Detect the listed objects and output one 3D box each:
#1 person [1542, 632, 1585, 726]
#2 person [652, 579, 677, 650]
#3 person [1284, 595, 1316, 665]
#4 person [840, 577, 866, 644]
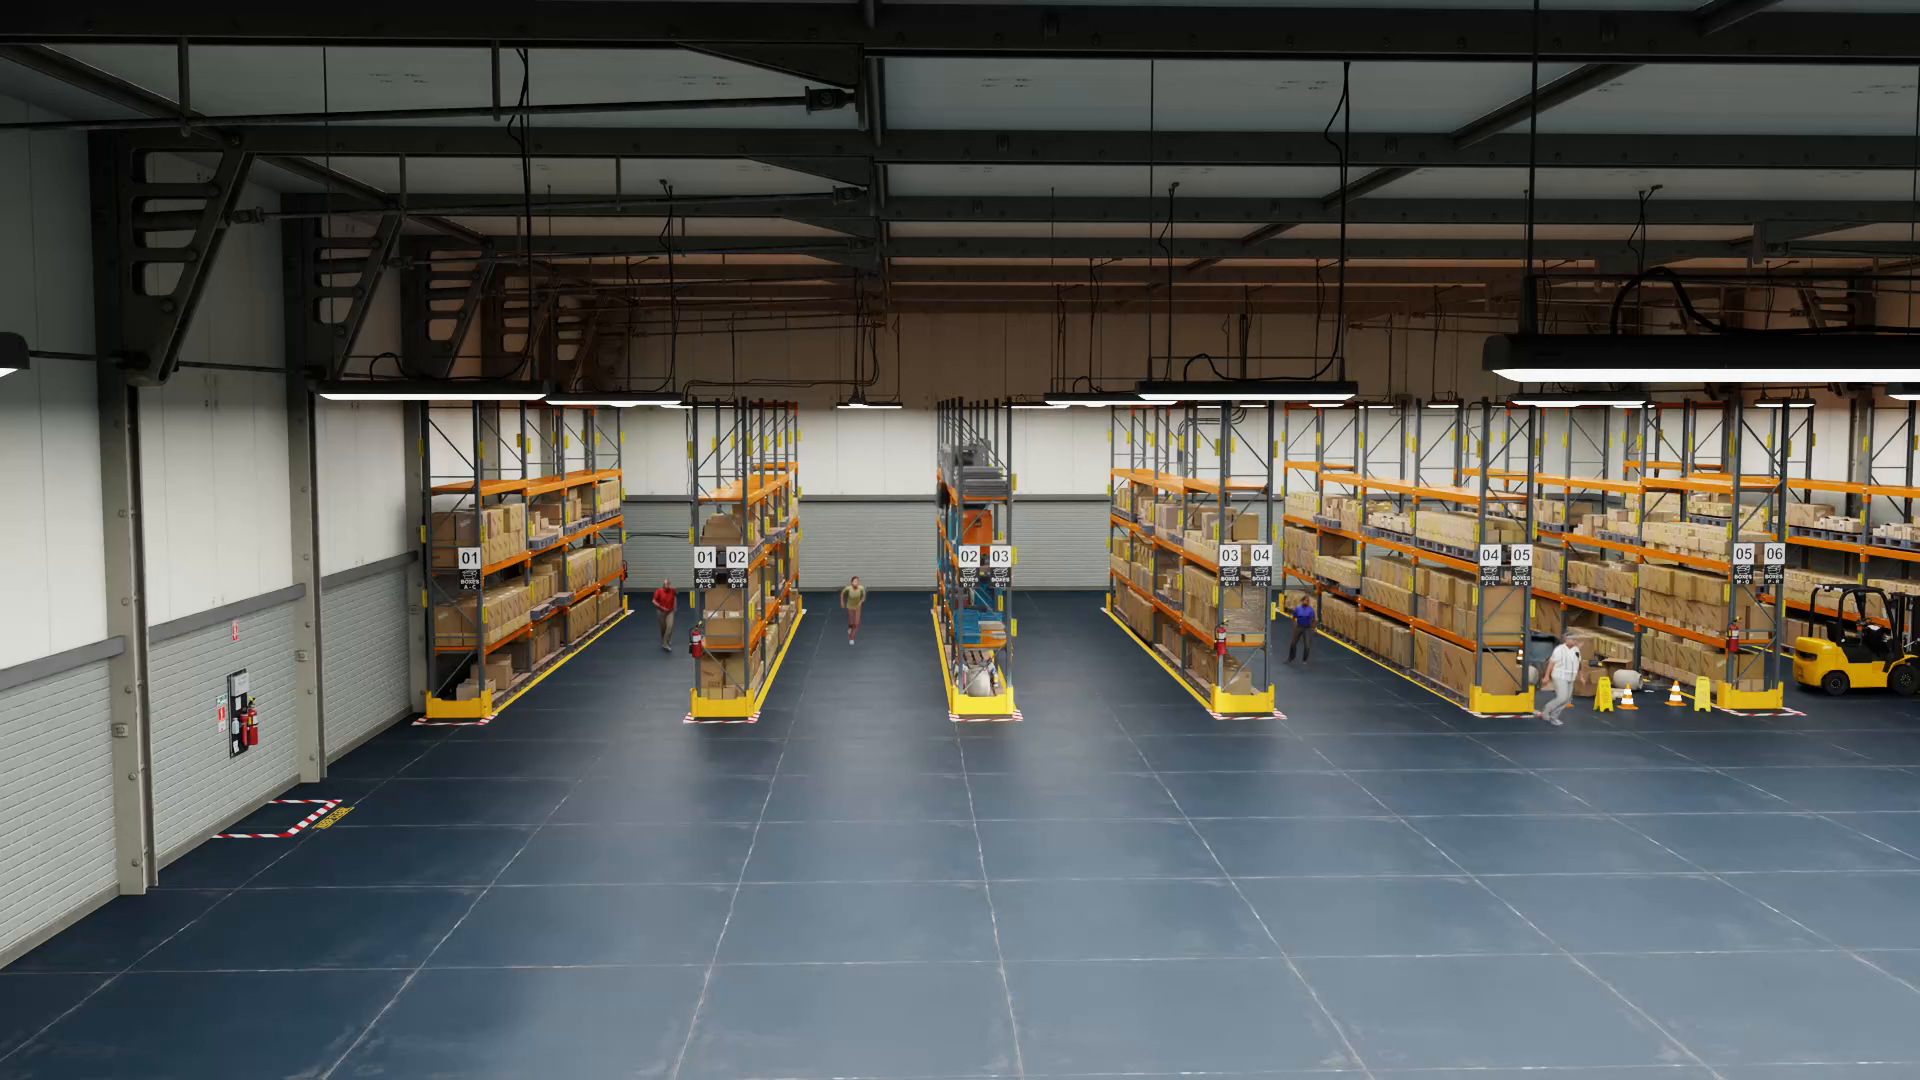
[{"bbox_3d":[11.006,2.519,30.334,0.665,1.746,0.589,-2,5,-28],"label":"person"},{"bbox_3d":[-7.138,1.770,40.183,0.639,1.704,0.844,-2,5,-20],"label":"person"},{"bbox_3d":[7.670,2.038,37.498,0.704,1.590,0.627,1,4,10],"label":"person"},{"bbox_3d":[-2.503,1.637,39.069,0.579,1.597,0.690,-1,5,-17],"label":"person"}]
